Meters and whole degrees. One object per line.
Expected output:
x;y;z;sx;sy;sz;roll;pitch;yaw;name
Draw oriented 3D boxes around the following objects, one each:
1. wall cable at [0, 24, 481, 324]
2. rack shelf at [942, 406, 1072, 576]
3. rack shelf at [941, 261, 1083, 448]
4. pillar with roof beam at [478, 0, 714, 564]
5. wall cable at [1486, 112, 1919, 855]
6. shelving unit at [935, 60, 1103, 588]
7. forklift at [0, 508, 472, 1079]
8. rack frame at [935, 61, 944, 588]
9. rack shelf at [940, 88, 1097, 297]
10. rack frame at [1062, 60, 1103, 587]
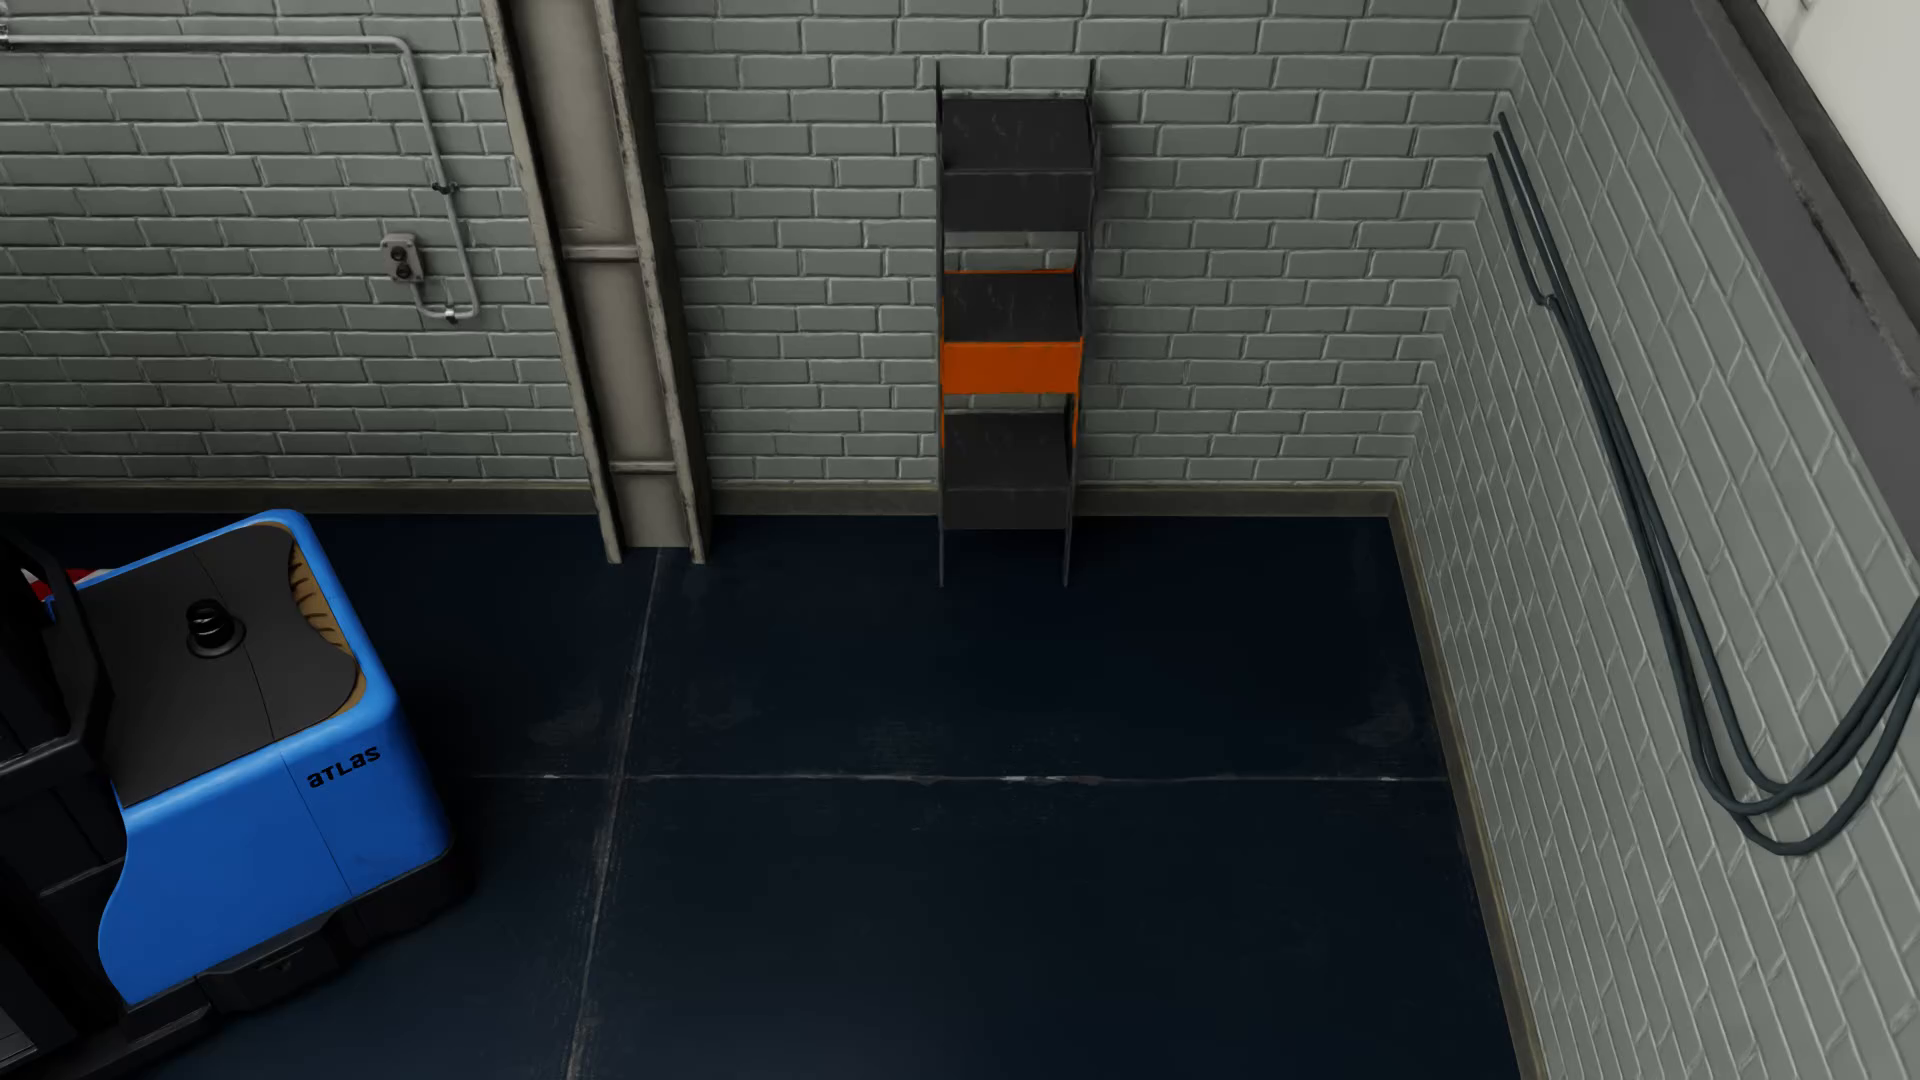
-2.632;-1.450;5.356;1.851;1.984;0.084;0;47;0;wall cable
0.170;-0.187;6.433;0.480;0.518;0.431;0;48;-1;rack shelf
0.172;-0.656;5.913;0.480;0.518;0.431;0;48;-1;rack shelf
-1.228;0.067;0.540;0.400;9.000;9.100;0;47;0;pillar with roof beam
1.739;-1.124;3.770;0.112;2.526;3.097;0;47;0;wall cable
0.172;-0.665;5.903;0.503;2.100;0.431;0;48;-1;shelving unit
-3.161;0.485;4.297;3.031;2.935;1.130;-25;52;-22;forklift
-0.072;-0.664;5.901;0.015;2.100;0.400;0;48;-1;rack frame
0.175;-1.125;5.393;0.480;0.518;0.431;0;48;-1;rack shelf
0.416;-0.667;5.906;0.015;2.100;0.400;0;48;-1;rack frame
